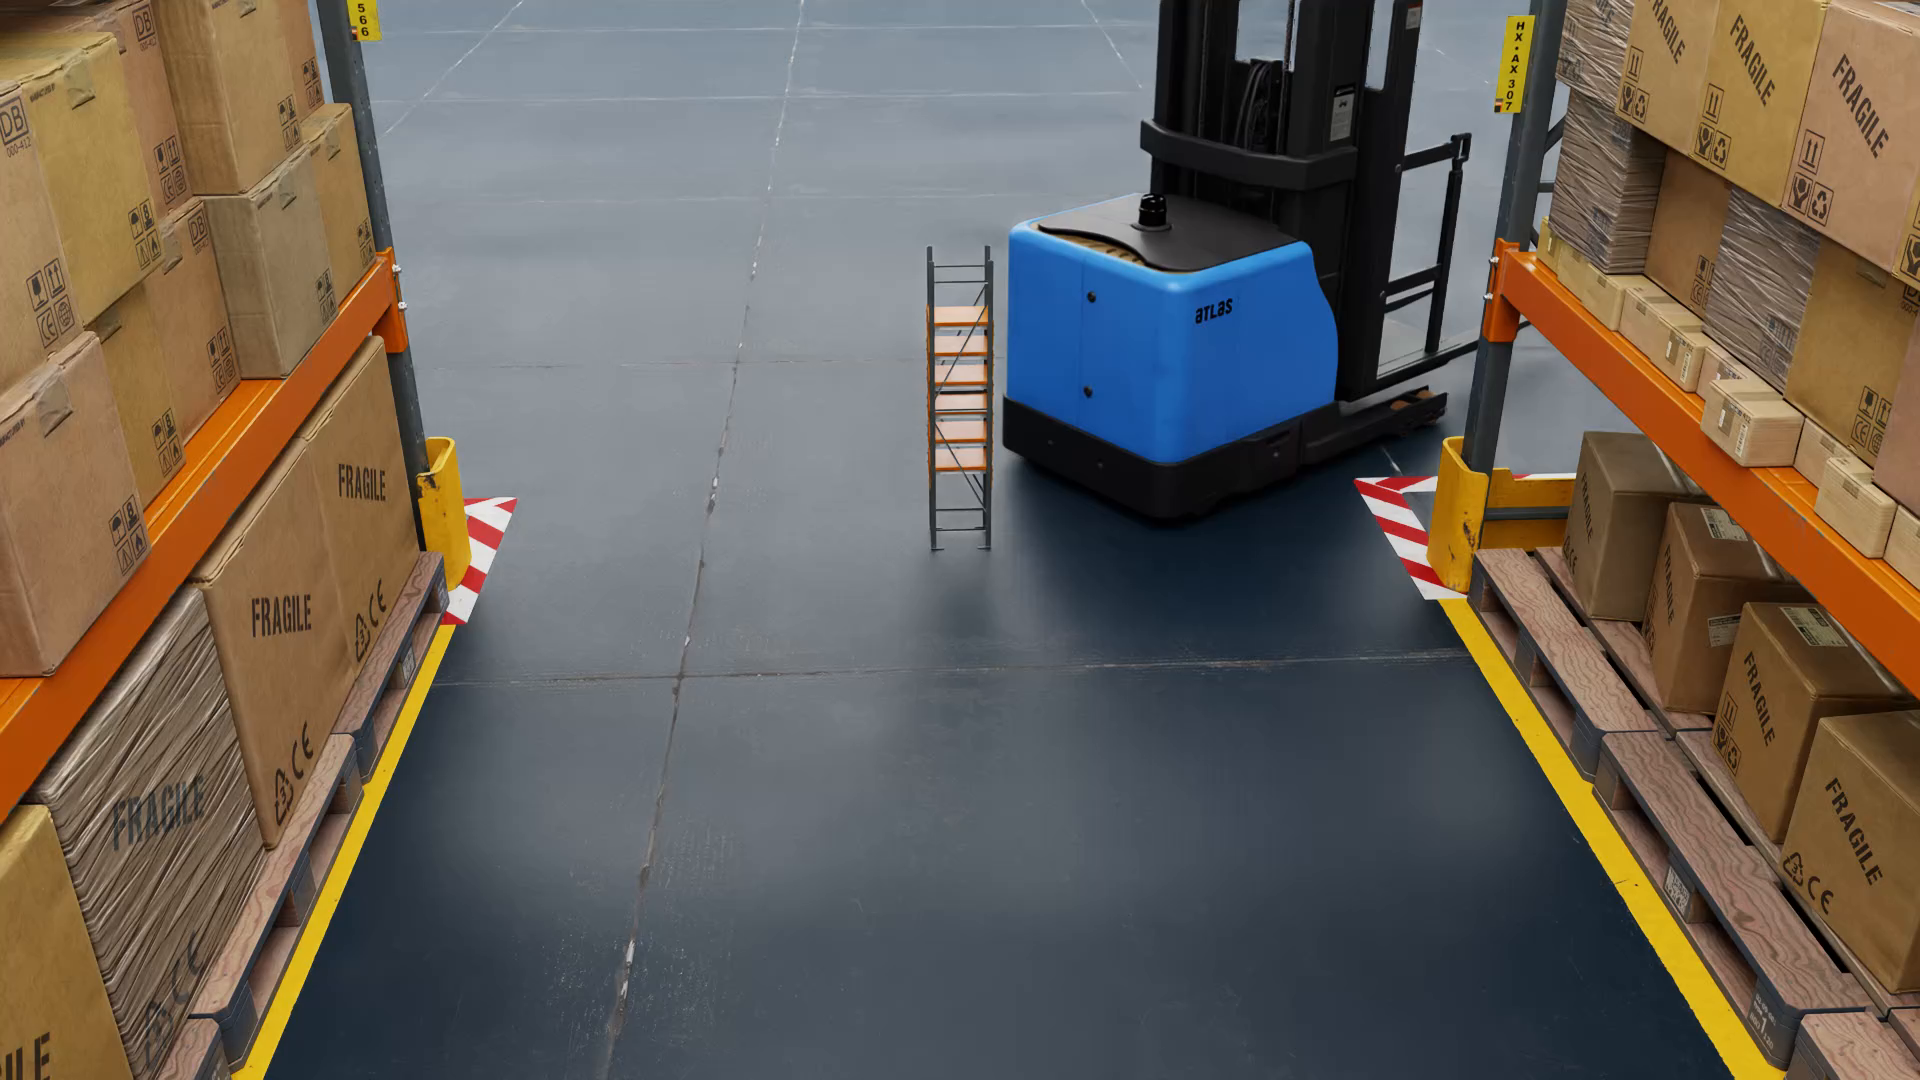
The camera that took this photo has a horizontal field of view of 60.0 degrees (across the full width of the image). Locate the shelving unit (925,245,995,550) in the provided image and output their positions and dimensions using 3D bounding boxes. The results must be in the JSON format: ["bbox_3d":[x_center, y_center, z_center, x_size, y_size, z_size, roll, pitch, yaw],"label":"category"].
[{"bbox_3d":[-0.001,-0.539,6.485,0.258,1.200,0.189,-1,28,-3],"label":"shelving unit"}]

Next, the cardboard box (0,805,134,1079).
[{"bbox_3d":[-2.272,1.129,3.185,0.875,0.875,0.875,-1,28,-2],"label":"cardboard box"}]

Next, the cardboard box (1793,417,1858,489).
[{"bbox_3d":[2.344,-0.199,4.160,0.380,0.149,0.250,-1,28,-3],"label":"cardboard box"}]

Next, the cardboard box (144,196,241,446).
[{"bbox_3d":[-2.499,-0.563,4.424,0.875,0.550,0.550,-1,28,-3],"label":"cardboard box"}]

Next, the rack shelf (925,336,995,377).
[{"bbox_3d":[-0.001,-0.712,6.395,0.258,0.103,0.180,-1,28,-3],"label":"rack shelf"}]

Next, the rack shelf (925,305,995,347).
[{"bbox_3d":[-0.001,-0.818,6.339,0.258,0.103,0.180,-1,28,-3],"label":"rack shelf"}]

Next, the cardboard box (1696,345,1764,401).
[{"bbox_3d":[2.289,-0.429,4.601,0.380,0.149,0.250,-1,28,-3],"label":"cardboard box"}]

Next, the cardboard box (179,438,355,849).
[{"bbox_3d":[-2.369,0.292,4.790,0.875,0.875,0.875,-2,28,-3],"label":"cardboard box"}]

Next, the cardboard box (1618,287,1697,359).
[{"bbox_3d":[2.243,-0.660,5.043,0.380,0.149,0.250,-1,28,-3],"label":"cardboard box"}]

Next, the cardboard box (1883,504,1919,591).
[{"bbox_3d":[2.329,0.033,3.715,0.380,0.149,0.250,-1,28,-3],"label":"cardboard box"}]

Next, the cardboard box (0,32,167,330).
[{"bbox_3d":[-2.366,-0.800,3.710,0.875,0.550,0.500,-1,28,-3],"label":"cardboard box"}]

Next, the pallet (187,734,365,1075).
[{"bbox_3d":[-2.338,0.984,4.635,1.003,0.211,1.213,-1,28,-3],"label":"pallet"}]

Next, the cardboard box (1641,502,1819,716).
[{"bbox_3d":[2.522,0.231,5.312,0.500,0.500,0.500,6,28,11],"label":"cardboard box"}]

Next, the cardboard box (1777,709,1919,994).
[{"bbox_3d":[2.520,0.779,4.261,0.500,0.500,0.500,-4,28,-7],"label":"cardboard box"}]

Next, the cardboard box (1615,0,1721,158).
[{"bbox_3d":[2.216,-1.383,4.647,0.500,0.500,0.500,-1,28,-3],"label":"cardboard box"}]

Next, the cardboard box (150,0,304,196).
[{"bbox_3d":[-2.417,-1.303,4.675,0.875,0.550,0.550,-1,28,-3],"label":"cardboard box"}]

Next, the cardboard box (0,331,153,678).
[{"bbox_3d":[-2.303,-0.077,3.492,0.875,0.550,0.550,-1,28,-3],"label":"cardboard box"}]

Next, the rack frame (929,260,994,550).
[{"bbox_3d":[0.004,-0.496,6.404,0.240,1.200,0.006,-1,28,-3],"label":"rack frame"}]

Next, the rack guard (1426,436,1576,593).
[{"bbox_3d":[2.444,-0.112,6.424,1.175,0.500,0.348,-1,28,-3],"label":"rack guard"}]

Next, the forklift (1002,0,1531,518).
[{"bbox_3d":[1.641,-1.940,7.300,3.031,2.935,1.130,-21,34,-35],"label":"forklift"}]

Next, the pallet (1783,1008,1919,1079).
[{"bbox_3d":[2.579,1.519,3.609,1.003,0.211,1.213,-1,28,-3],"label":"pallet"}]

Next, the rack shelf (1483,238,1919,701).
[{"bbox_3d":[2.545,-0.013,4.308,1.077,0.370,4.000,-1,28,-3],"label":"rack shelf"}]

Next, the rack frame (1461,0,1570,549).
[{"bbox_3d":[2.440,-1.255,5.913,1.000,3.000,0.127,-1,28,-3],"label":"rack frame"}]

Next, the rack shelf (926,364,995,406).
[{"bbox_3d":[-0.001,-0.606,6.450,0.258,0.103,0.180,-1,28,-3],"label":"rack shelf"}]

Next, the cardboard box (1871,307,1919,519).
[{"bbox_3d":[2.570,-0.254,3.563,0.875,0.500,0.500,-1,28,-3],"label":"cardboard box"}]

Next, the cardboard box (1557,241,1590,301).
[{"bbox_3d":[2.211,-0.890,5.485,0.380,0.149,0.250,-1,28,-3],"label":"cardboard box"}]

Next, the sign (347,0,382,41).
[{"bbox_3d":[-1.976,-1.807,5.463,0.100,0.325,0.005,-1,28,-3],"label":"sign"}]

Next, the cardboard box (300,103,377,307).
[{"bbox_3d":[-2.454,-1.078,5.411,0.875,0.550,0.550,-1,28,-3],"label":"cardboard box"}]

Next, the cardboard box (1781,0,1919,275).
[{"bbox_3d":[2.276,-0.921,3.762,0.500,0.500,0.500,-1,28,-3],"label":"cardboard box"}]

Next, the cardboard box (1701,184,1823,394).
[{"bbox_3d":[2.570,-0.717,4.451,0.875,0.500,0.500,-1,28,-3],"label":"cardboard box"}]

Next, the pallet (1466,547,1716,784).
[{"bbox_3d":[2.451,0.392,5.769,1.003,0.211,1.213,-1,28,-3],"label":"pallet"}]

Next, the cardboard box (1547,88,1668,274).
[{"bbox_3d":[2.442,-1.177,5.333,0.875,0.500,0.500,-1,28,-3],"label":"cardboard box"}]
